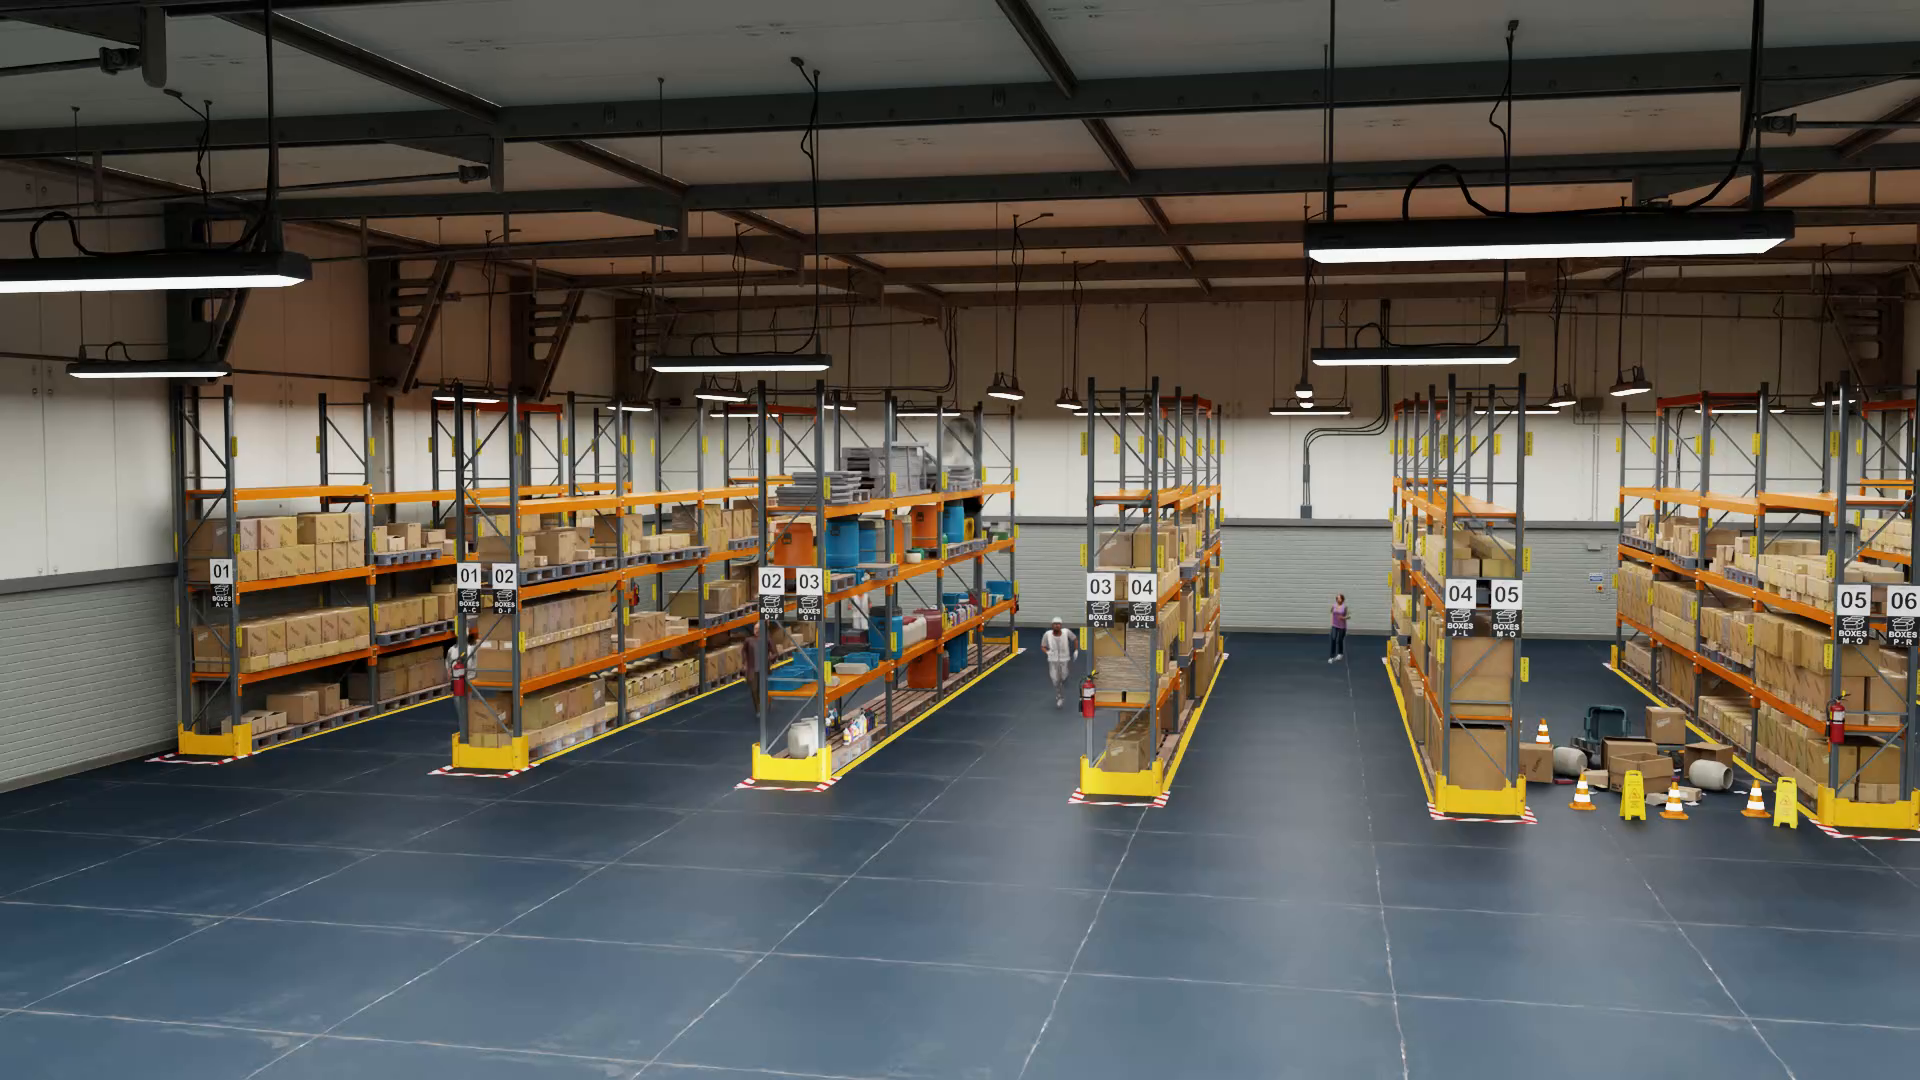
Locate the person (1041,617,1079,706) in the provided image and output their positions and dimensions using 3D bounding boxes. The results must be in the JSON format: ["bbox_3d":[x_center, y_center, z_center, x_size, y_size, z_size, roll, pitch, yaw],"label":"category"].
[{"bbox_3d":[1.924,2.349,32.114,0.732,1.726,0.668,0,3,3],"label":"person"}]

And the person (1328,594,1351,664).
[{"bbox_3d":[8.818,2.050,38.574,0.525,1.625,0.769,1,3,23],"label":"person"}]

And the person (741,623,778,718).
[{"bbox_3d":[-3.722,2.405,30.809,0.708,1.739,0.762,0,3,3],"label":"person"}]

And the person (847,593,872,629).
[{"bbox_3d":[-2.396,1.899,39.712,0.616,1.793,0.680,0,3,-6],"label":"person"}]

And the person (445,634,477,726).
[{"bbox_3d":[-8.935,2.464,29.874,0.654,1.731,0.646,0,3,-3],"label":"person"}]
